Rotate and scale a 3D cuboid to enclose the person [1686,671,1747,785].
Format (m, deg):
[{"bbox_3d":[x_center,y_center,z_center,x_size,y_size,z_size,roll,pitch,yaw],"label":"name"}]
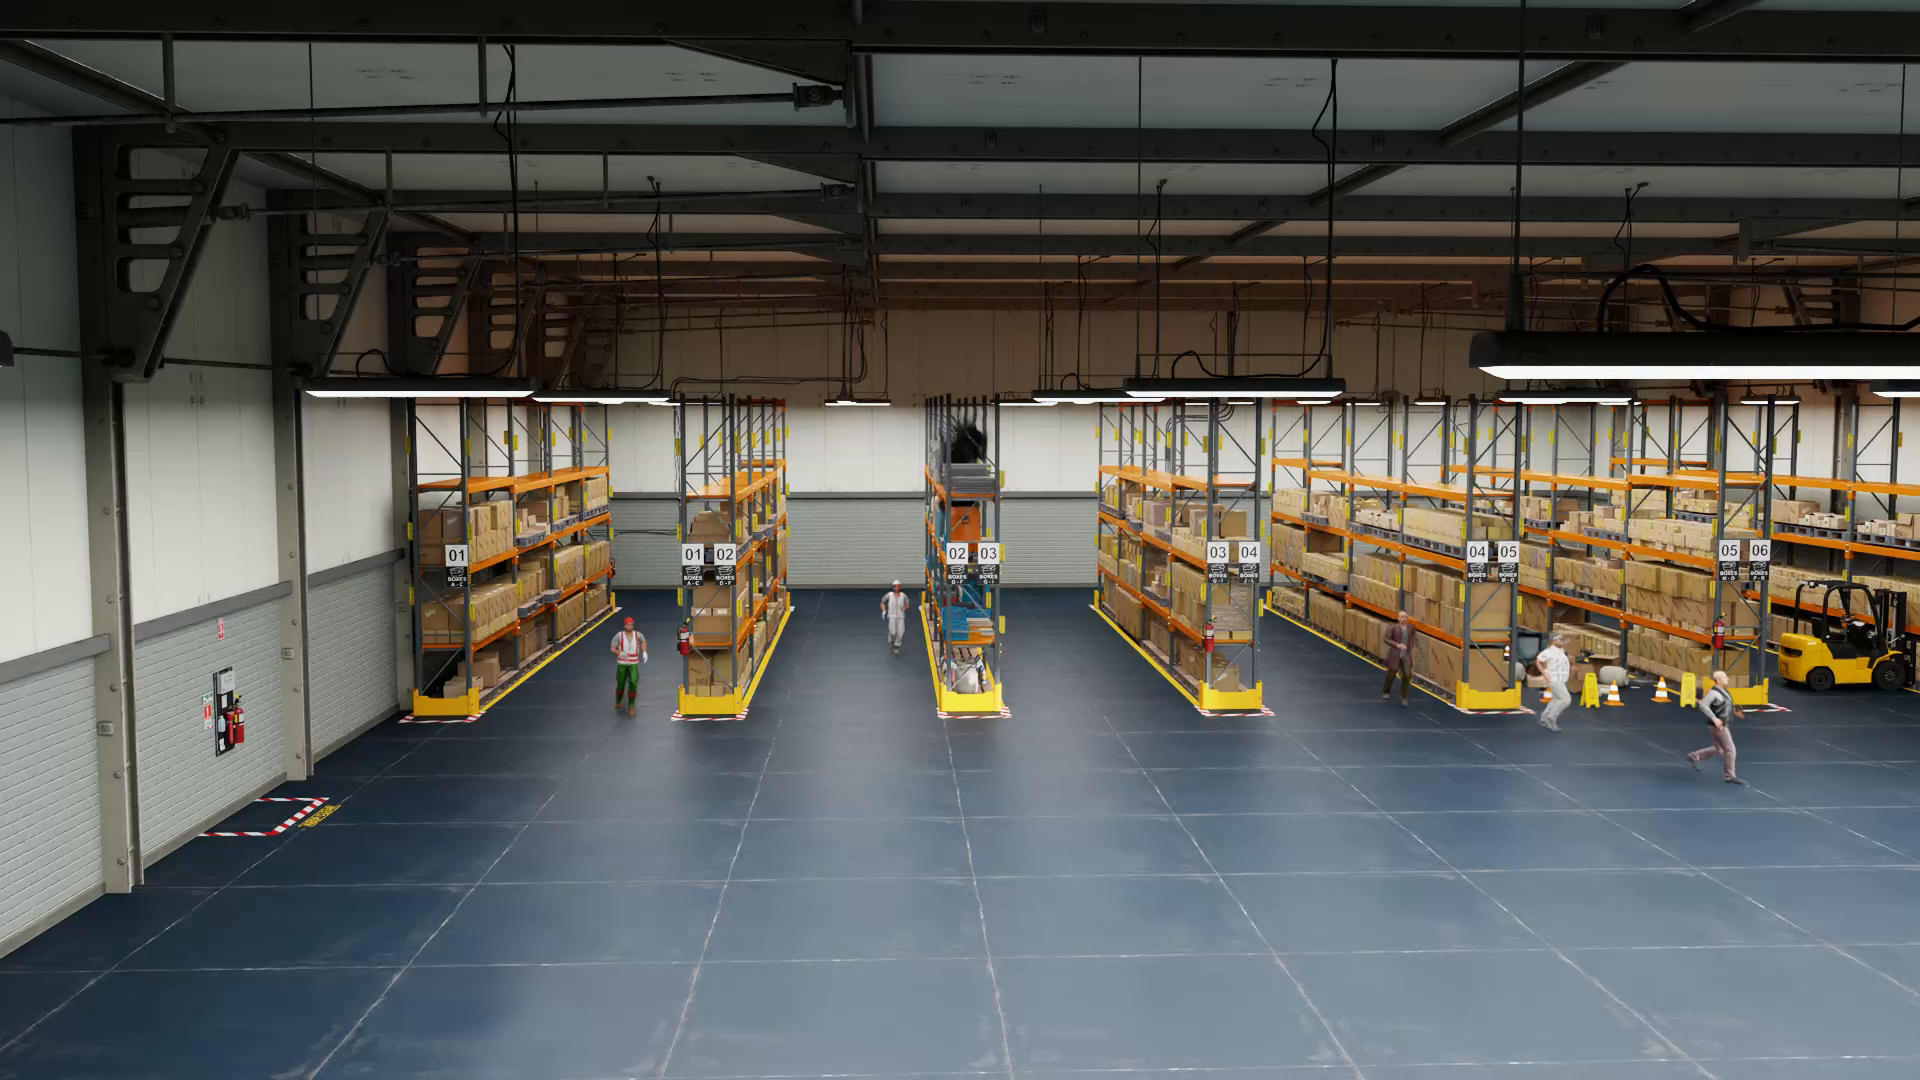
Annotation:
[{"bbox_3d":[11.596,2.851,25.459,0.908,1.699,0.684,4,6,38],"label":"person"}]

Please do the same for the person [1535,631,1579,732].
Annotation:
[{"bbox_3d":[10.627,2.513,29.538,0.703,1.795,0.641,4,6,41],"label":"person"}]

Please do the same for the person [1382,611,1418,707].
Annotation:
[{"bbox_3d":[8.556,2.295,32.301,0.747,1.856,0.816,-1,5,-7],"label":"person"}]

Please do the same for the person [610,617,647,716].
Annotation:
[{"bbox_3d":[-6.229,2.364,31.293,0.696,1.853,0.754,-1,5,-18],"label":"person"}]

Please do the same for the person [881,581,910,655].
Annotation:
[{"bbox_3d":[-1.463,1.810,38.317,0.643,1.743,0.615,-1,5,-13],"label":"person"}]
